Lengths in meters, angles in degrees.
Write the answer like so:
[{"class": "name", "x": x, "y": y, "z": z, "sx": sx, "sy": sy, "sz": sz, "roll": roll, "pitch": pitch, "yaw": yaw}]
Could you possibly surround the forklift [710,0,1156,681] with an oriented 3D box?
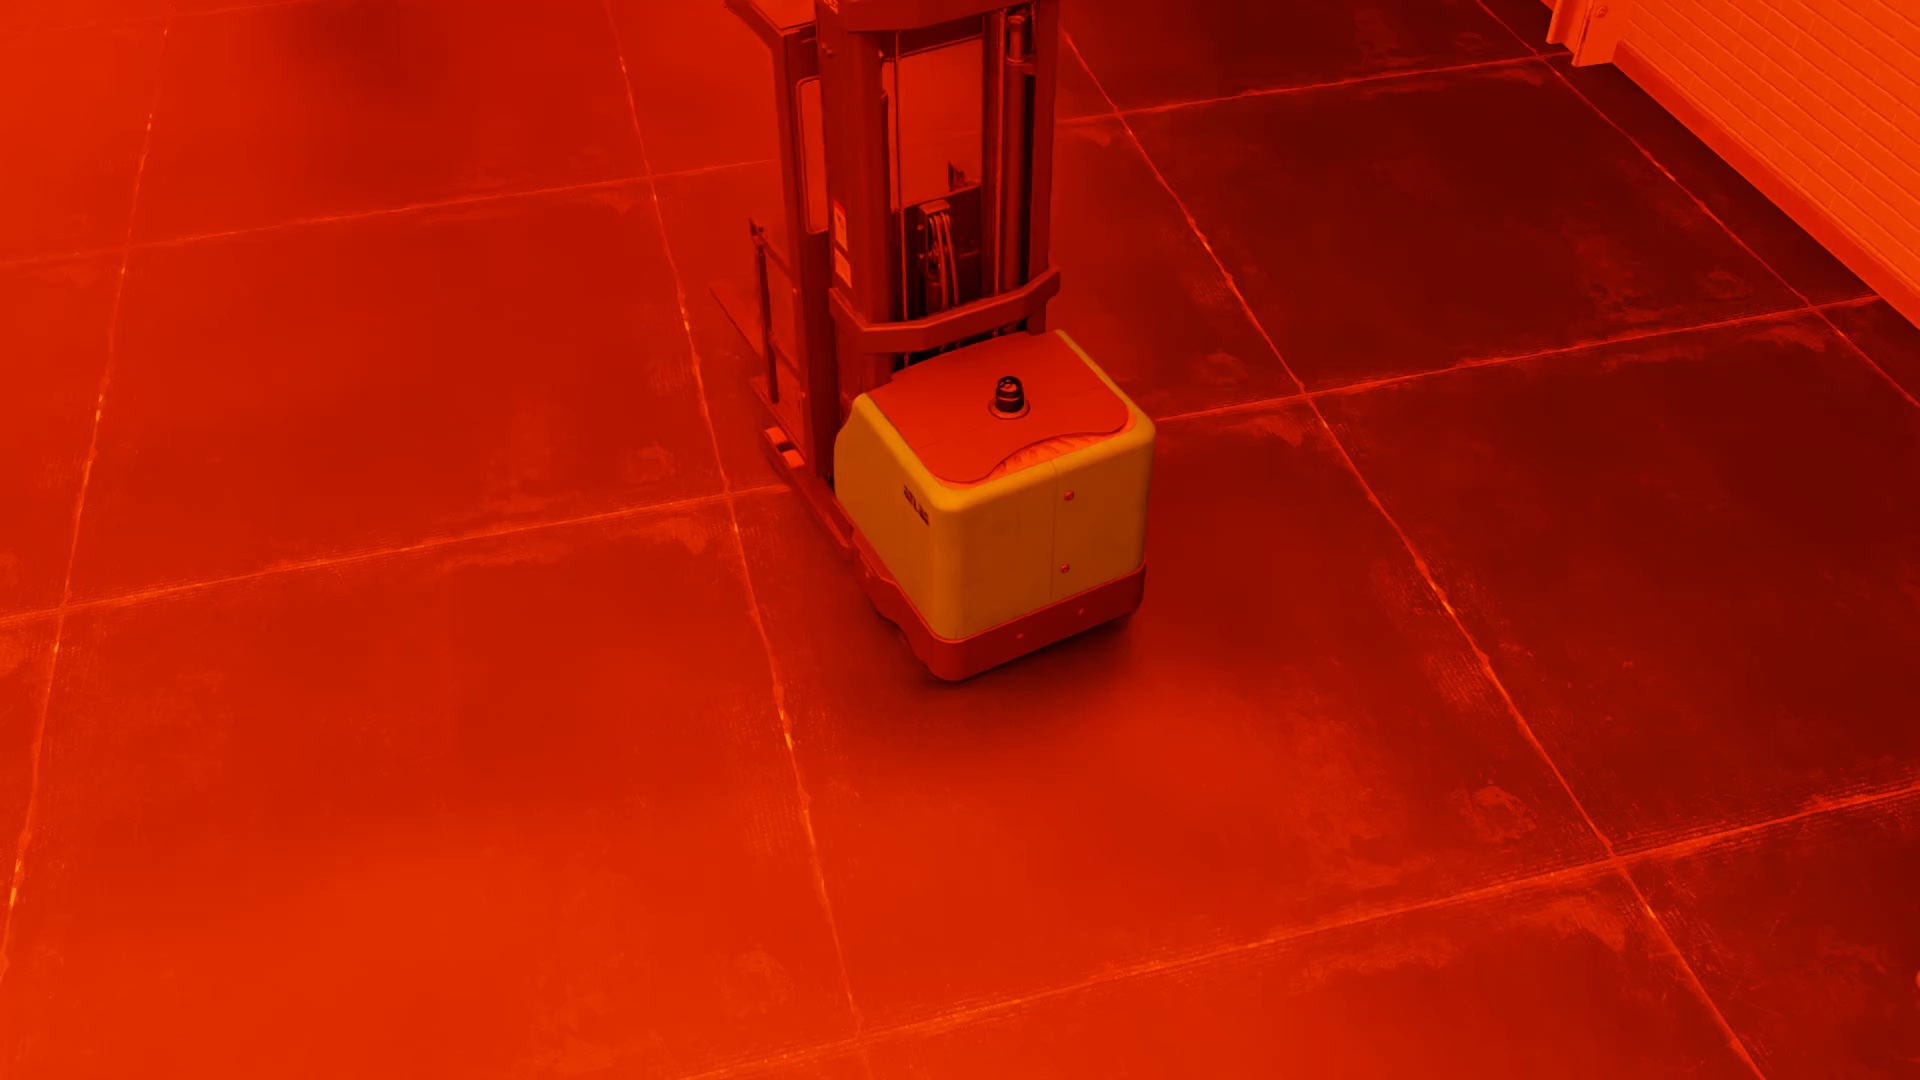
[{"class": "forklift", "x": -0.331, "y": -1.476, "z": 7.206, "sx": 1.130, "sy": 2.935, "sz": 3.031, "roll": -20, "pitch": 47, "yaw": -20}]
